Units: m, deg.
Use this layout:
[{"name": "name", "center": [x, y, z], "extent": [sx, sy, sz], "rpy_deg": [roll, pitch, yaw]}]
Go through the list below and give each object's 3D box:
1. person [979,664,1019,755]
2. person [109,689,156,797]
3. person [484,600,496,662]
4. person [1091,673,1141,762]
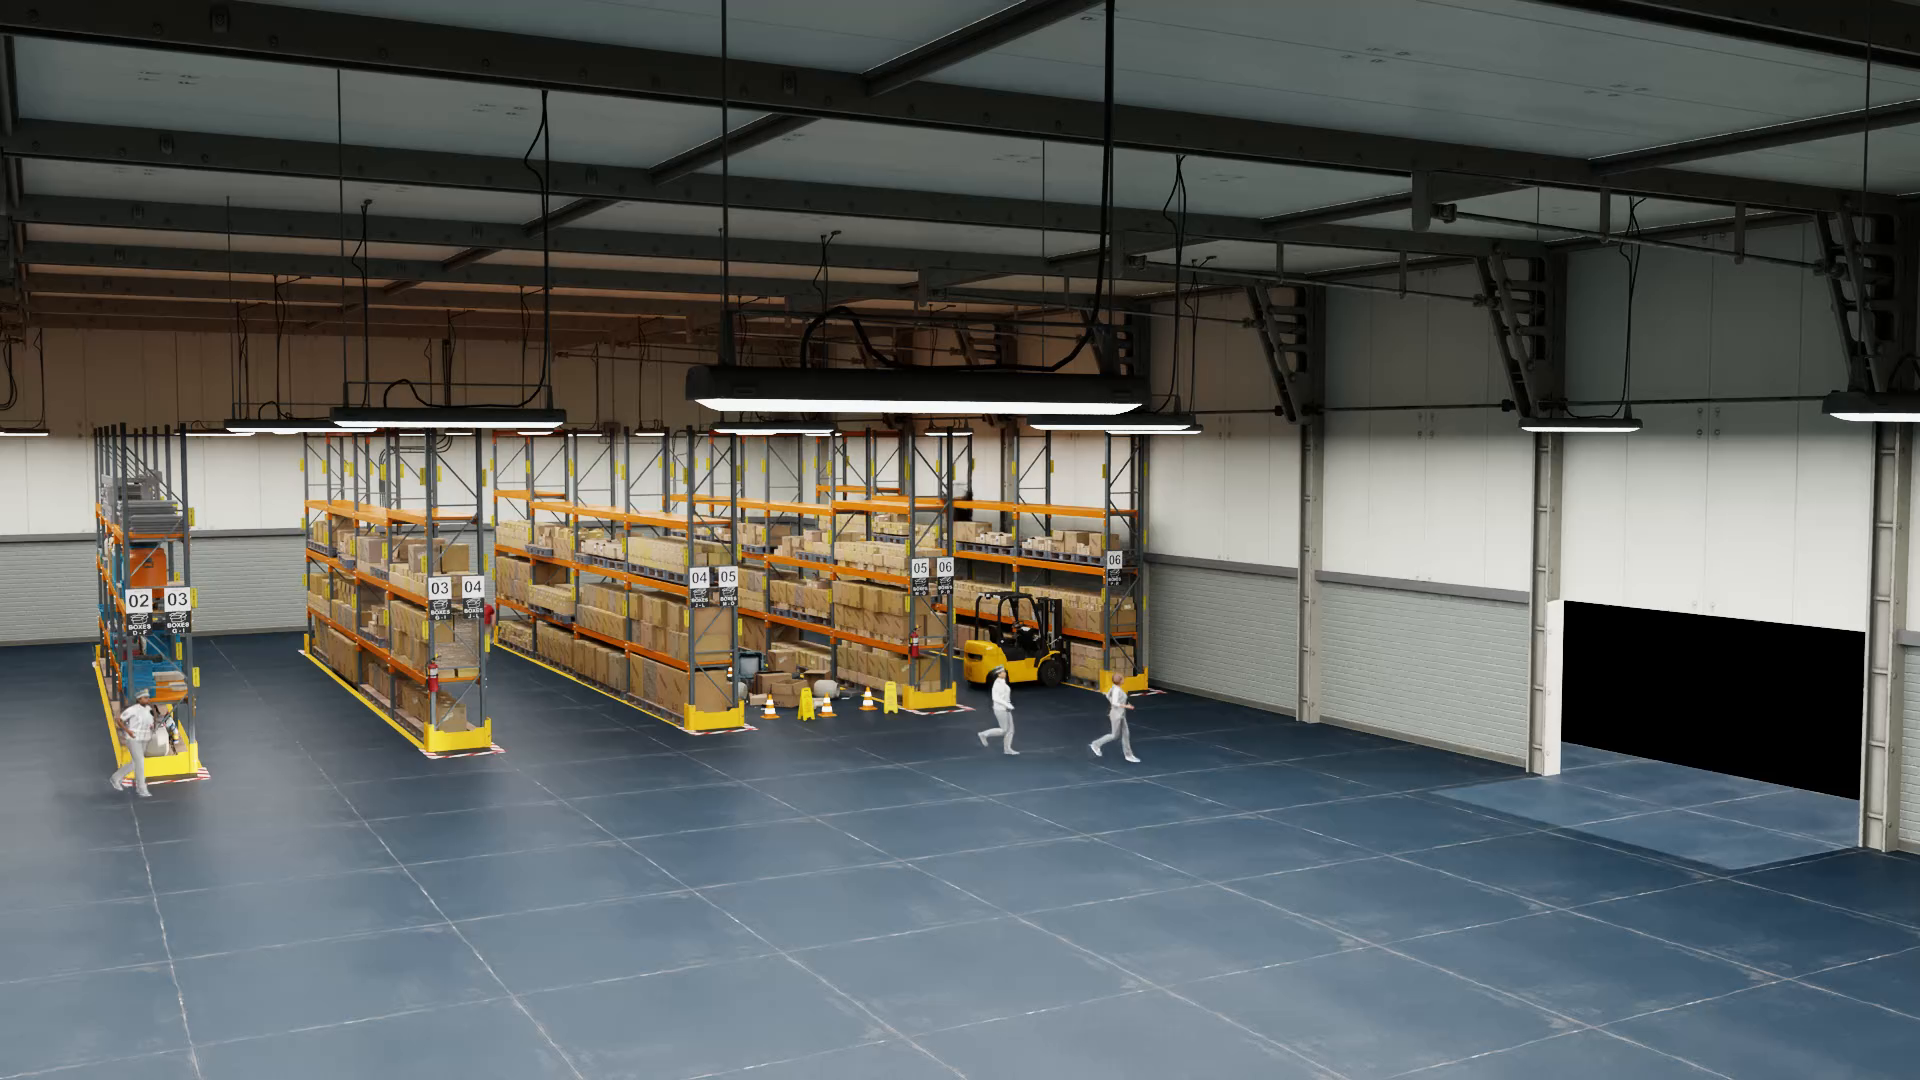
[{"name": "person", "center": [0.718, 3.066, 30.142], "extent": [0.742, 1.661, 0.617], "rpy_deg": [1, 4, 10]}, {"name": "person", "center": [-13.344, 3.270, 26.984], "extent": [0.856, 1.717, 0.594], "rpy_deg": [1, 4, 15]}, {"name": "person", "center": [-12.238, 2.293, 42.690], "extent": [0.665, 1.703, 0.629], "rpy_deg": [-1, 4, -22]}, {"name": "person", "center": [2.757, 3.143, 29.395], "extent": [0.885, 1.578, 0.545], "rpy_deg": [1, 4, 13]}]
